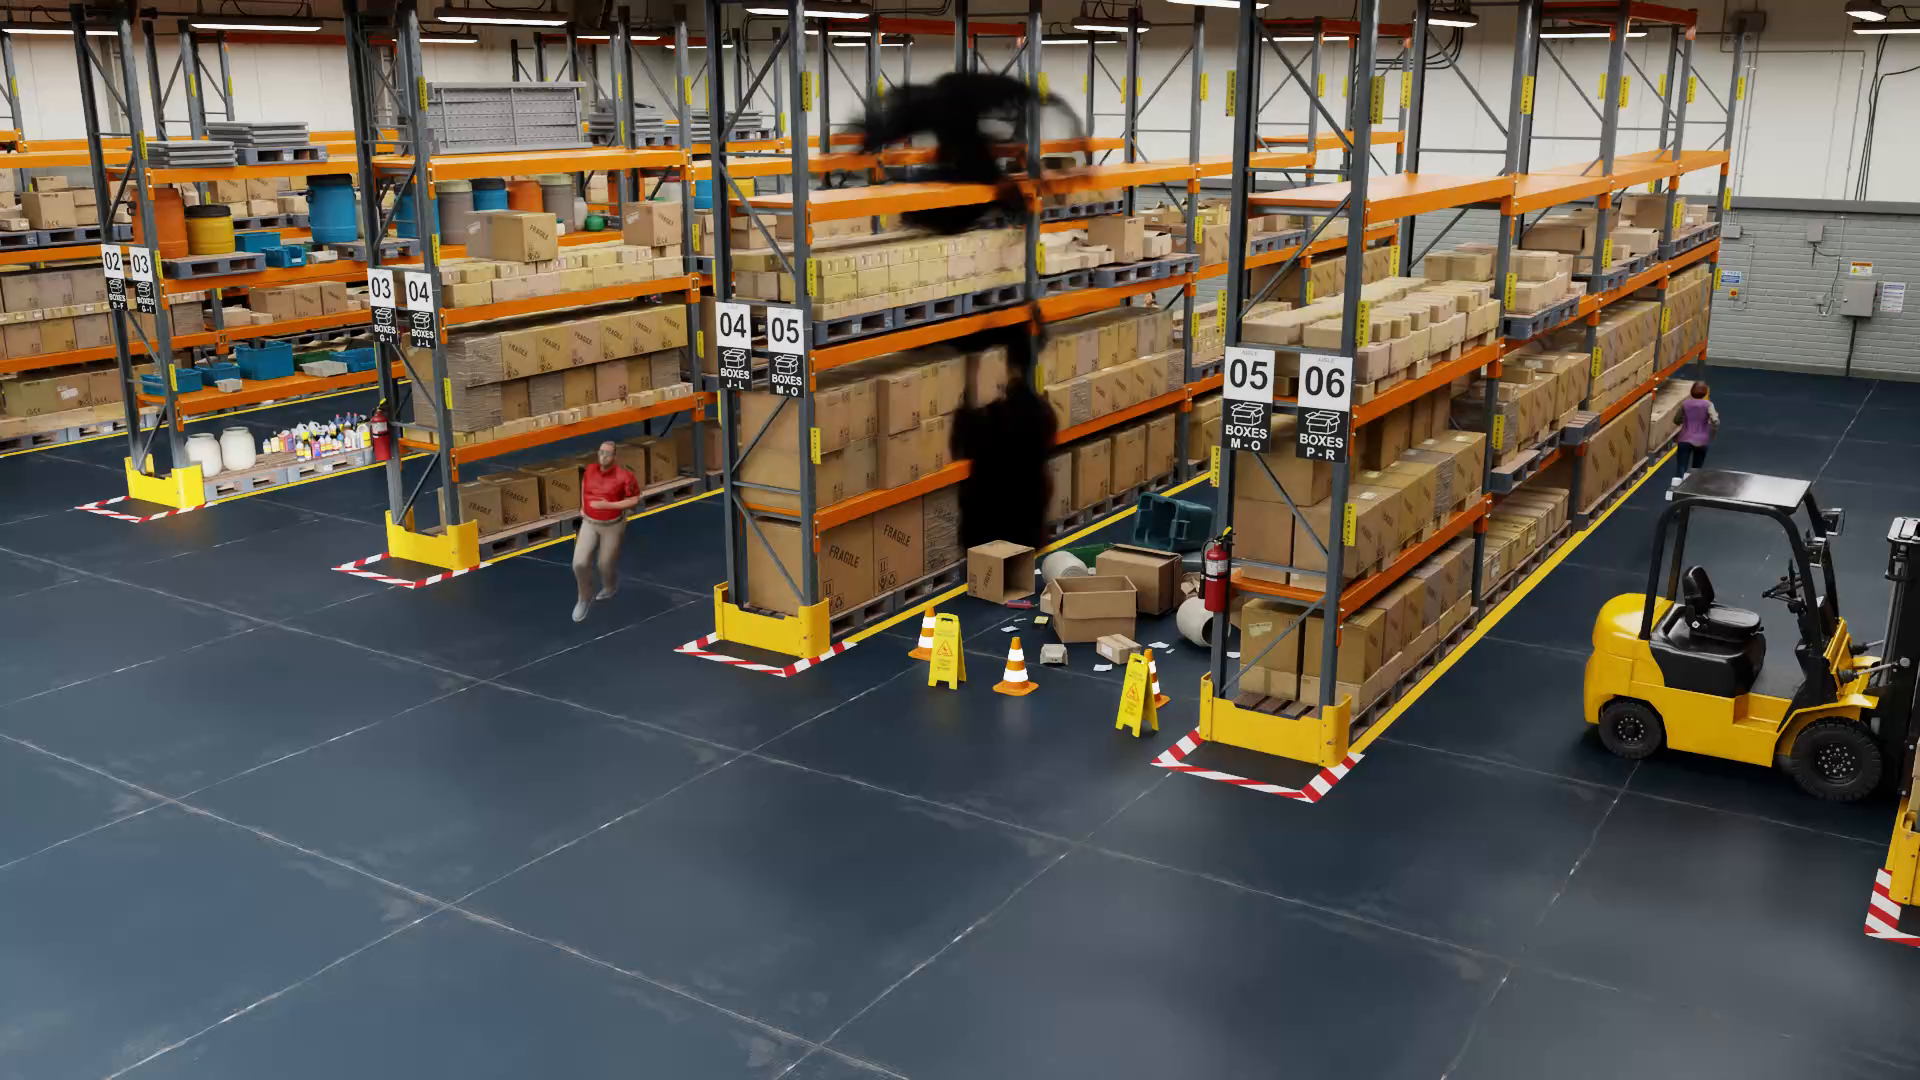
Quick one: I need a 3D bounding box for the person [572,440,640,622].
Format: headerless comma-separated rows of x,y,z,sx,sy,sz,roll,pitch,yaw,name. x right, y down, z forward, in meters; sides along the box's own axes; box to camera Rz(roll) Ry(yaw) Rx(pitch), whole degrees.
-3.346,-0.103,15.836,0.688,1.745,0.696,3,16,10,person

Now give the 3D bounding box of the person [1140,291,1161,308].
3.285,-3.506,28.789,0.522,1.646,0.738,7,17,24,person

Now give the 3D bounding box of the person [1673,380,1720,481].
8.977,-1.167,20.353,0.531,1.594,0.883,7,17,25,person
